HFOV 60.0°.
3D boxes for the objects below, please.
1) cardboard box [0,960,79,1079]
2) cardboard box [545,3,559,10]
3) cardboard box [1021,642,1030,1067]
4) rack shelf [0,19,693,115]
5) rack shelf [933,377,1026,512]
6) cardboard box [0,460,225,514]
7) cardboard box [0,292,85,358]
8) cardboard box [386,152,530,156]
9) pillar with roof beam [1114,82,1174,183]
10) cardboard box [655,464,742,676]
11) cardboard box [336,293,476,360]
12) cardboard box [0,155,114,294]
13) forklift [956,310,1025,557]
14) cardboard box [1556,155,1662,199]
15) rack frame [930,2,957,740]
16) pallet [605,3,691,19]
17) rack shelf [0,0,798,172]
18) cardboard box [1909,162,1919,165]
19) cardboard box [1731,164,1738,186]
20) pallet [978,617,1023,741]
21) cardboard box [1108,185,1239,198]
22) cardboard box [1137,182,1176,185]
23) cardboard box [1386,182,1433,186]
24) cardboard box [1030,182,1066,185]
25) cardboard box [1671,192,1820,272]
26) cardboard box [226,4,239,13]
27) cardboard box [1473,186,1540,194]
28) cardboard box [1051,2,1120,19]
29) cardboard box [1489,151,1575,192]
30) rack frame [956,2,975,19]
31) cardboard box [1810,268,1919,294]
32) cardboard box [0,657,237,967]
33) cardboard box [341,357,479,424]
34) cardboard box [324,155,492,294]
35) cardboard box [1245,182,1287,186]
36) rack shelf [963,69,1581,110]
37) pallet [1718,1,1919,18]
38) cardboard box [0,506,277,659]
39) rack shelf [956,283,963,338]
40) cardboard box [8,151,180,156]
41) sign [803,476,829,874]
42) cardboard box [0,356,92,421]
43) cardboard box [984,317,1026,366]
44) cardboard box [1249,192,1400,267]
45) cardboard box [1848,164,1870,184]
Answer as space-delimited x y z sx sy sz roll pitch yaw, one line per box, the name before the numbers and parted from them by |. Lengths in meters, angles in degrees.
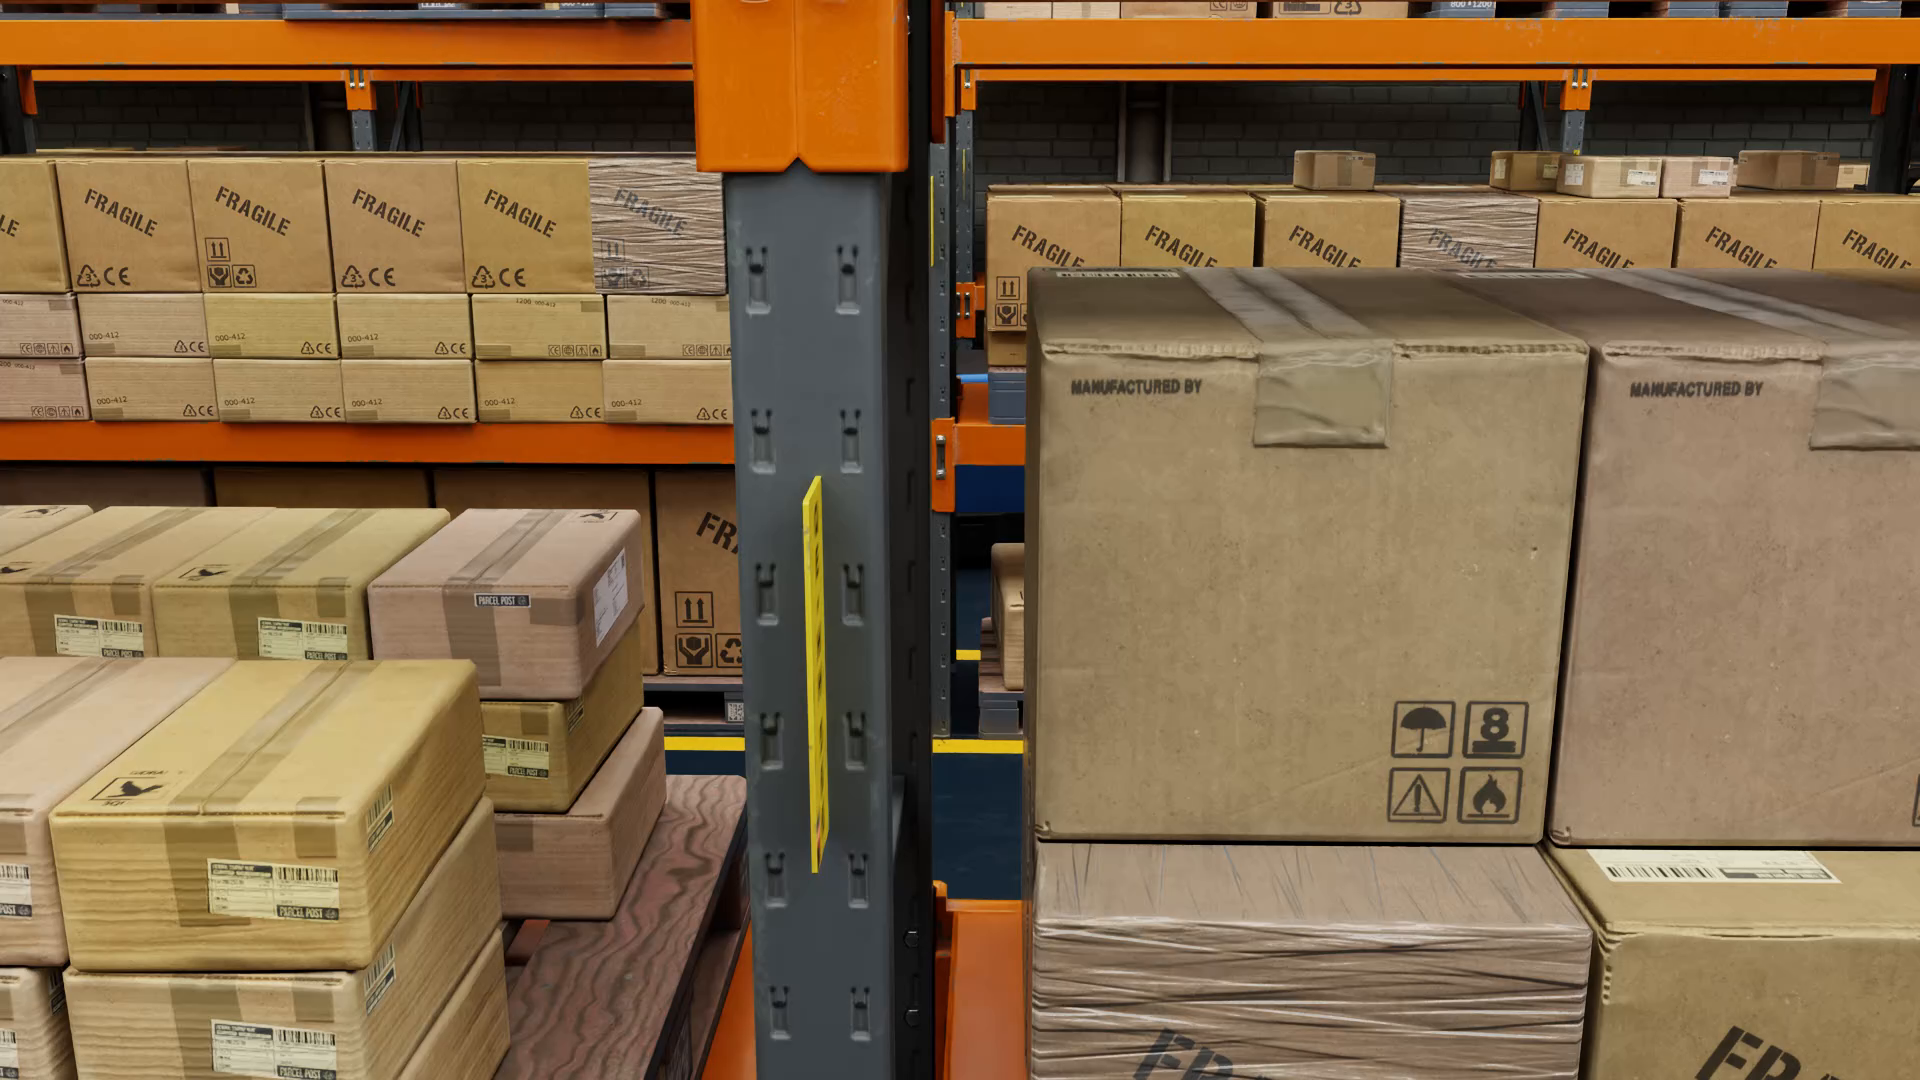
cardboard box | -0.889 0.383 1.593 0.250 0.149 0.380 1 15 4
cardboard box | -2.658 -3.529 10.928 0.250 0.149 0.380 0 15 1
cardboard box | 0.340 0.383 2.312 0.500 0.500 0.500 0 15 1
rack shelf | -2.091 -1.881 6.622 4.000 0.370 1.077 0 15 1
rack shelf | 1.908 -0.405 6.905 4.000 0.370 1.077 0 15 1
cardboard box | -3.469 0.016 7.241 0.875 0.875 0.875 1 15 3
cardboard box | -3.658 -0.886 6.634 0.500 0.250 0.500 0 15 0
cardboard box | -2.096 -1.376 7.018 0.500 0.500 0.500 1 15 2
pillar with roof beam | 1.248 -4.056 7.574 0.400 9.000 9.100 0 15 1
cardboard box | -0.780 0.033 7.178 0.875 0.875 0.875 0 15 1
cardboard box | -2.126 -0.877 6.599 0.500 0.250 0.500 0 15 0
cardboard box | -3.658 -1.248 6.533 0.500 0.500 0.500 1 15 2
forklift | -0.862 -1.380 9.325 3.031 2.935 1.130 -1 15 -4
cardboard box | 2.476 -1.391 6.359 0.250 0.149 0.380 0 15 -1
rack frame | -0.092 -0.766 6.863 0.127 3.000 1.000 0 15 1
pallet | -0.737 -2.116 6.469 1.003 0.211 1.213 1 15 4
rack shelf | -2.116 -0.618 1.834 4.000 0.370 1.077 0 15 1
cardboard box | 6.662 -2.551 11.580 0.250 0.149 0.380 1 15 3
cardboard box | 5.115 -2.428 11.112 0.250 0.149 0.380 1 15 3
pallet | 0.689 0.588 7.198 1.213 0.211 1.003 0 15 1
cardboard box | 0.887 -1.229 7.014 0.500 0.500 0.500 0 15 1
cardboard box | 1.390 -2.447 11.769 0.250 0.149 0.380 0 15 1
cardboard box | 3.168 -2.442 11.747 0.250 0.149 0.380 0 15 1
cardboard box | 0.626 -2.470 11.855 0.250 0.149 0.380 1 15 3
cardboard box | 2.944 -1.082 6.461 0.500 0.500 0.500 0 15 2
cardboard box | -4.976 -3.520 11.131 0.500 0.250 0.500 0 15 0
cardboard box | 2.451 -1.221 6.986 0.500 0.500 0.500 0 15 1
cardboard box | 0.474 -2.104 6.319 0.258 0.266 0.396 0 15 1
cardboard box | 2.357 -1.523 6.858 0.250 0.149 0.380 1 15 5
rack frame | 0.031 -4.933 10.896 0.127 3.000 1.000 0 15 1
cardboard box | 1.350 -0.024 1.893 0.500 0.500 0.700 0 15 1
cardboard box | -0.870 0.239 1.556 0.250 0.149 0.380 0 15 1
cardboard box | -2.129 -0.633 6.654 0.500 0.250 0.500 0 15 1
cardboard box | -2.130 -1.246 6.526 0.500 0.500 0.500 0 15 1
cardboard box | 2.161 -2.447 11.766 0.250 0.149 0.380 1 15 2
rack shelf | 2.031 -3.121 11.321 4.000 0.370 1.077 0 15 1
pallet | 3.293 -2.131 6.524 1.003 0.211 1.213 0 15 1
cardboard box | -1.088 0.072 2.192 0.250 0.149 0.380 0 15 1
rack shelf | -1.968 -1.697 11.802 4.000 0.370 1.077 0 15 1
cardboard box | -3.637 -1.385 7.053 0.500 0.500 0.500 1 15 3
sign | -0.122 0.114 1.414 0.005 0.325 0.100 0 15 1
cardboard box | -3.657 -0.649 6.715 0.500 0.250 0.500 0 15 0
cardboard box | 0.228 -0.798 6.654 0.250 0.149 0.380 0 15 -2
cardboard box | 1.404 -1.096 6.511 0.500 0.500 0.500 1 15 2
cardboard box | 6.132 -2.443 11.167 0.250 0.149 0.380 1 15 2
